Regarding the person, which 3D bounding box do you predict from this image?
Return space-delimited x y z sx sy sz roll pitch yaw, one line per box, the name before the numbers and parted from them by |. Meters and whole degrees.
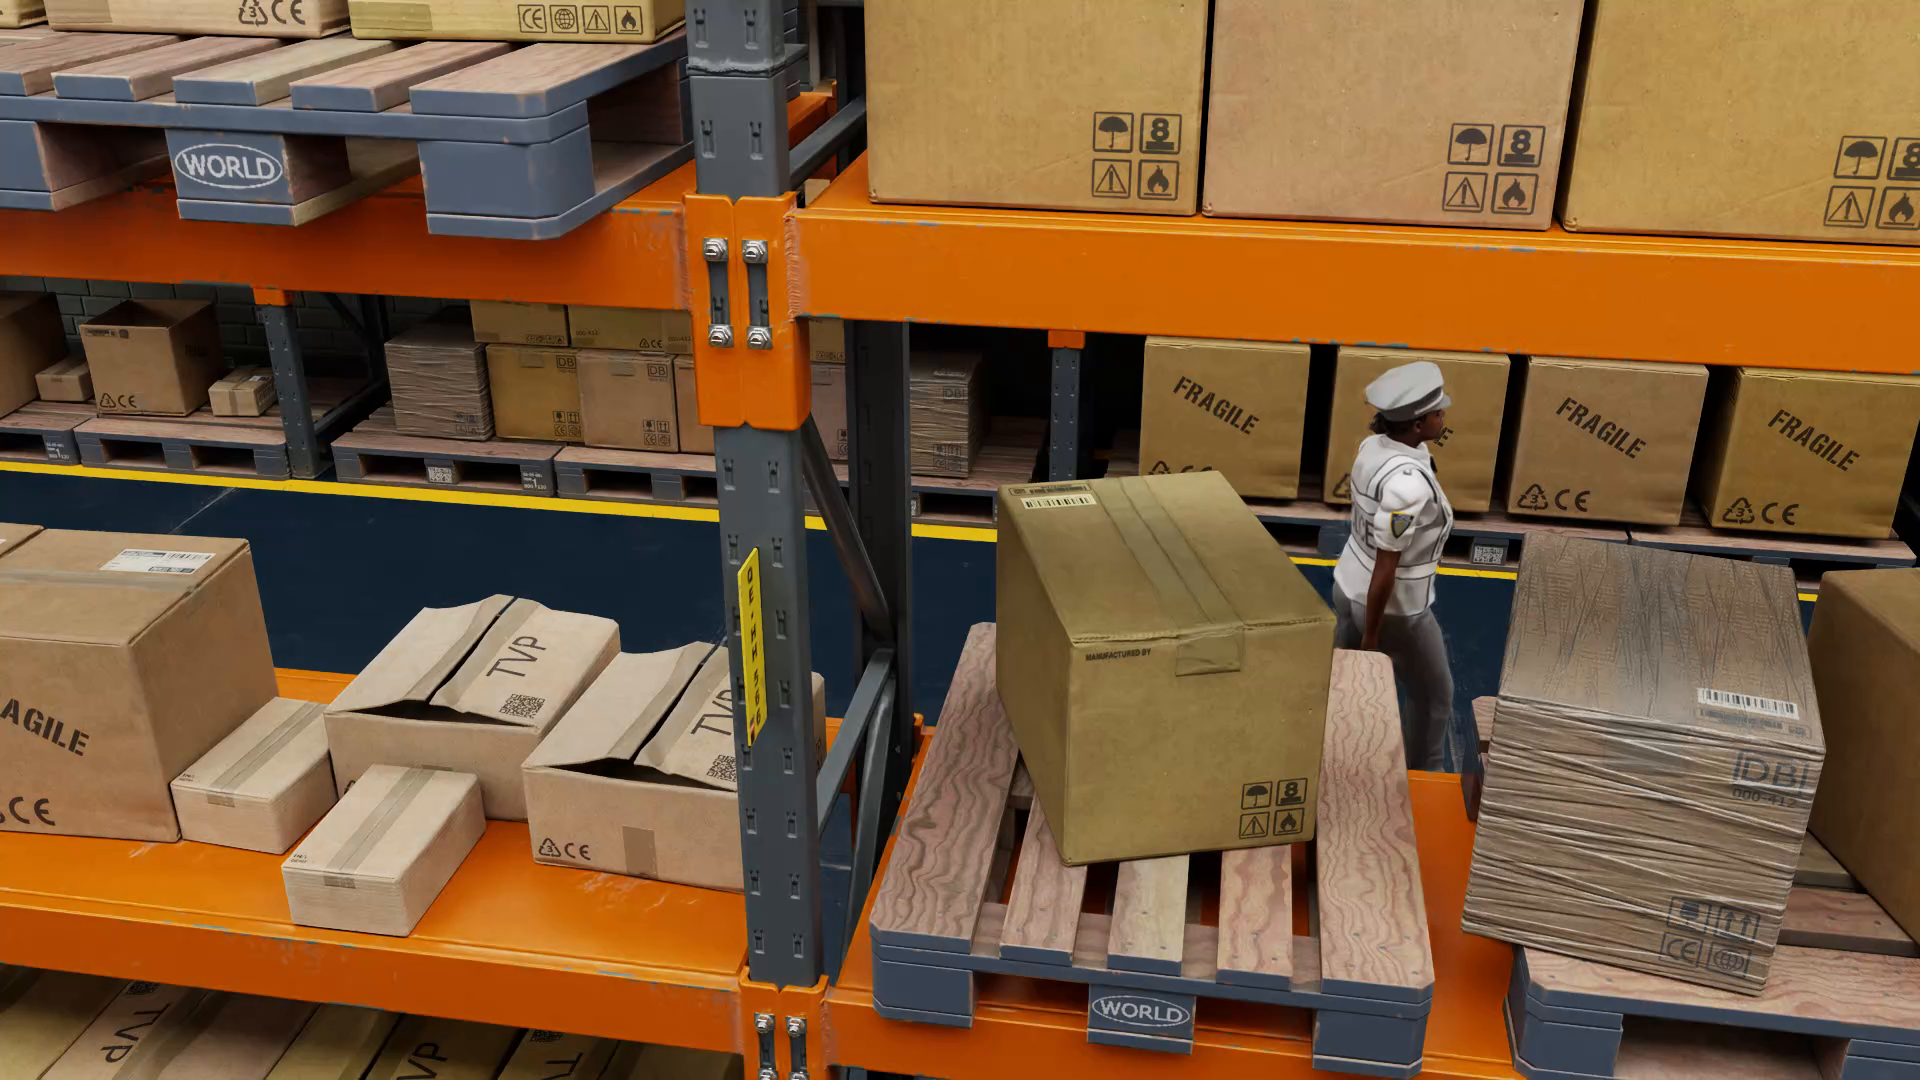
person | 1.411 0.177 5.693 0.956 1.649 0.463 -2 25 -4
